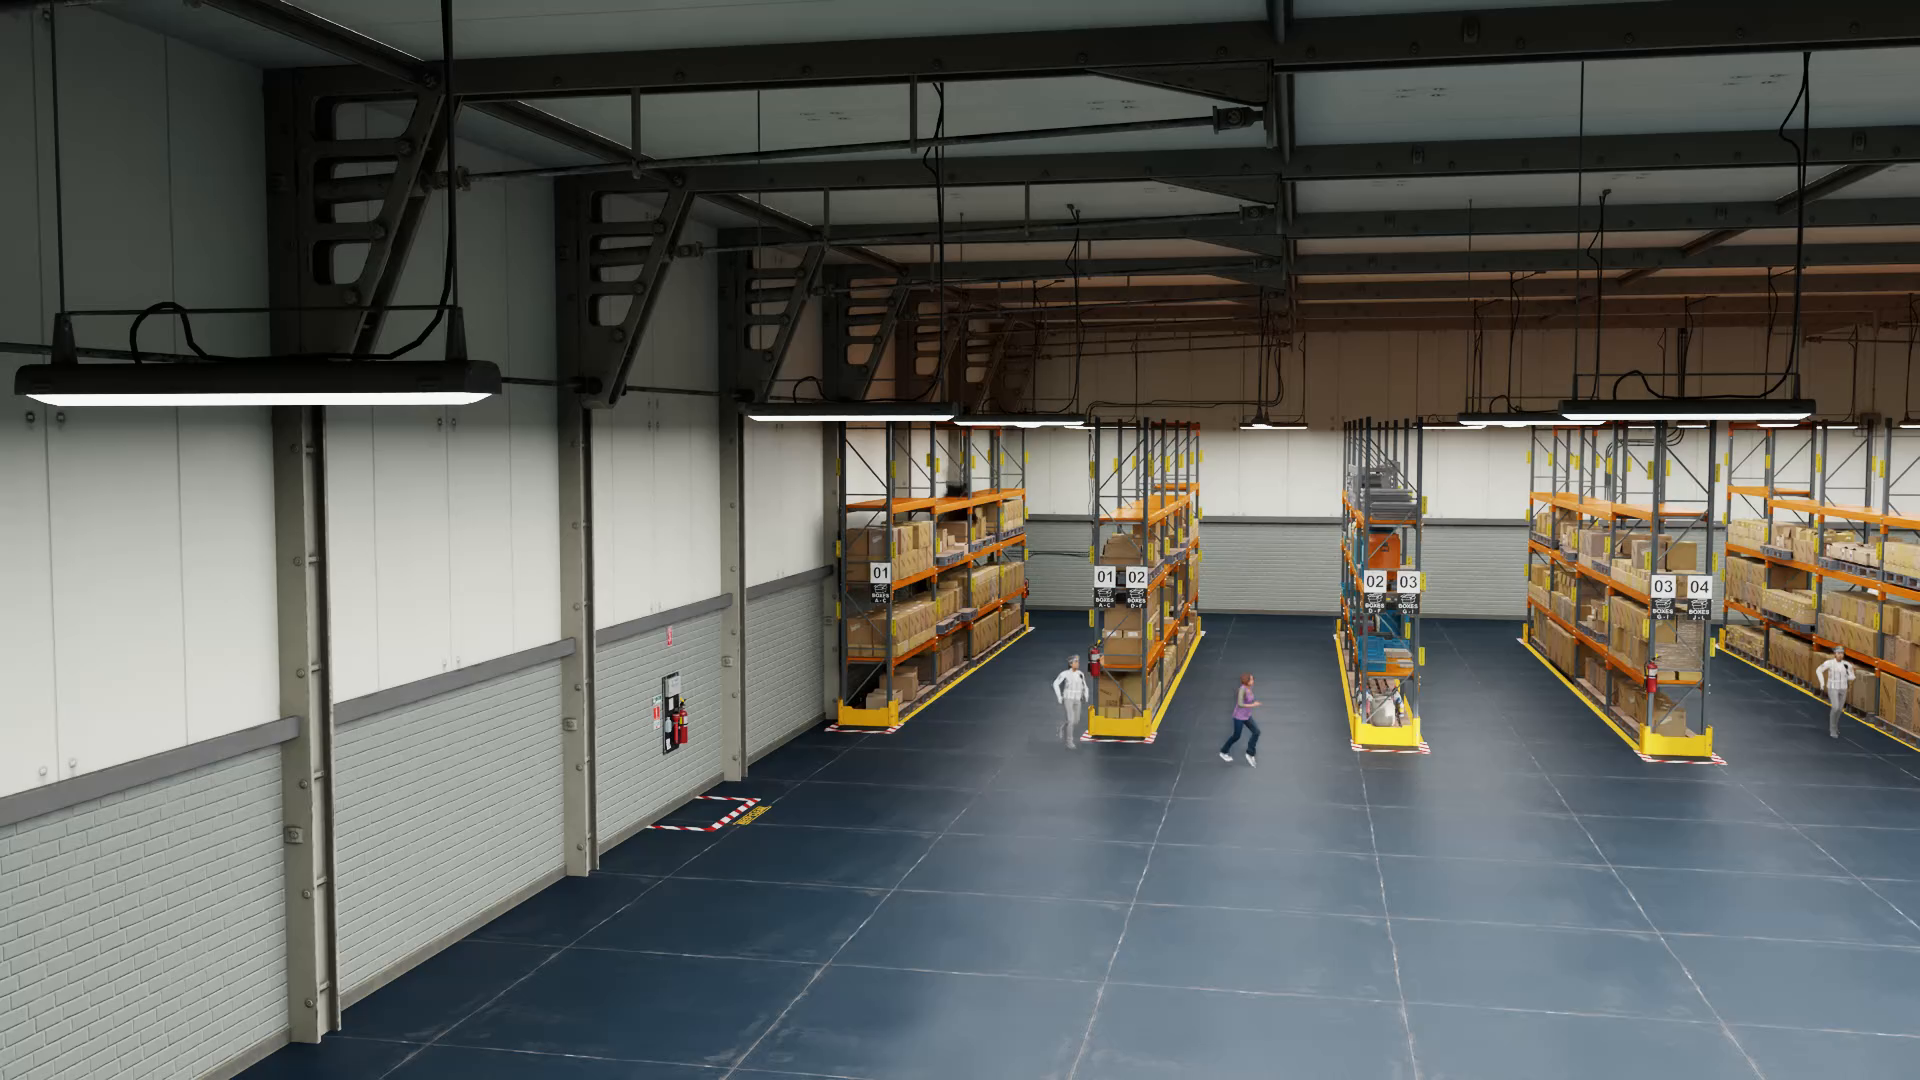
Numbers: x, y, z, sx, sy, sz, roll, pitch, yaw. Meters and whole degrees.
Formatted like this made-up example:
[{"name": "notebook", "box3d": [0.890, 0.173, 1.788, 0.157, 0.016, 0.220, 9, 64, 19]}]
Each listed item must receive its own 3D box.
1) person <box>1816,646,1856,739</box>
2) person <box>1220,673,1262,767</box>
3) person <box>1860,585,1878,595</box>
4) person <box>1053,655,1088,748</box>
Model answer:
[{"name": "person", "box3d": [16.499, 2.850, 31.285, 0.578, 1.752, 0.740, 0, 4, 6]}, {"name": "person", "box3d": [4.821, 3.075, 28.547, 0.789, 1.615, 0.560, 3, 4, 34]}, {"name": "person", "box3d": [24.388, 1.913, 44.777, 0.922, 1.793, 0.718, 1, 4, 15]}, {"name": "person", "box3d": [2.055, 2.938, 30.410, 0.671, 1.668, 0.642, -2, 4, -24]}]
